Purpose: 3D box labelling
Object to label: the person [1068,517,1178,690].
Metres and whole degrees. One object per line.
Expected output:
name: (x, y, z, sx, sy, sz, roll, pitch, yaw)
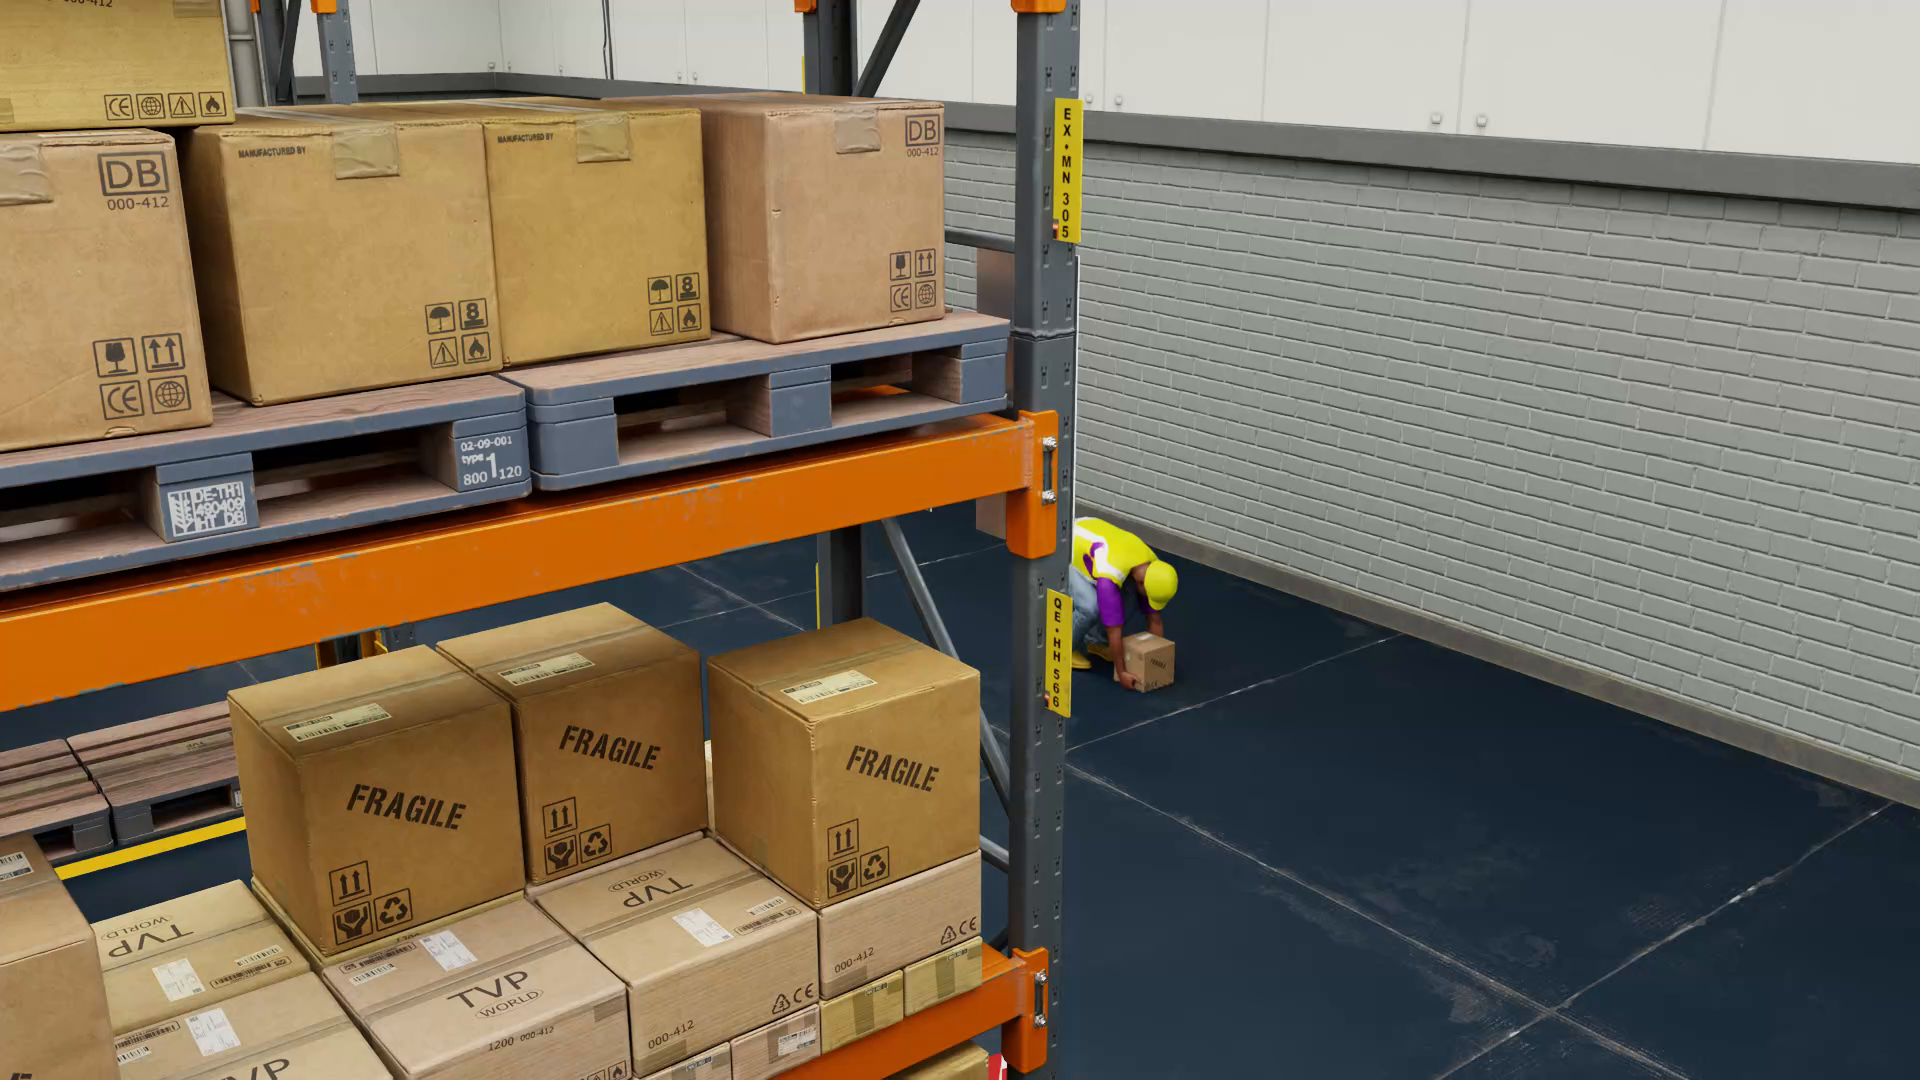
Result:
person: (0.899, 0.350, 9.886, 0.514, 0.897, 0.978, -15, 23, -38)
